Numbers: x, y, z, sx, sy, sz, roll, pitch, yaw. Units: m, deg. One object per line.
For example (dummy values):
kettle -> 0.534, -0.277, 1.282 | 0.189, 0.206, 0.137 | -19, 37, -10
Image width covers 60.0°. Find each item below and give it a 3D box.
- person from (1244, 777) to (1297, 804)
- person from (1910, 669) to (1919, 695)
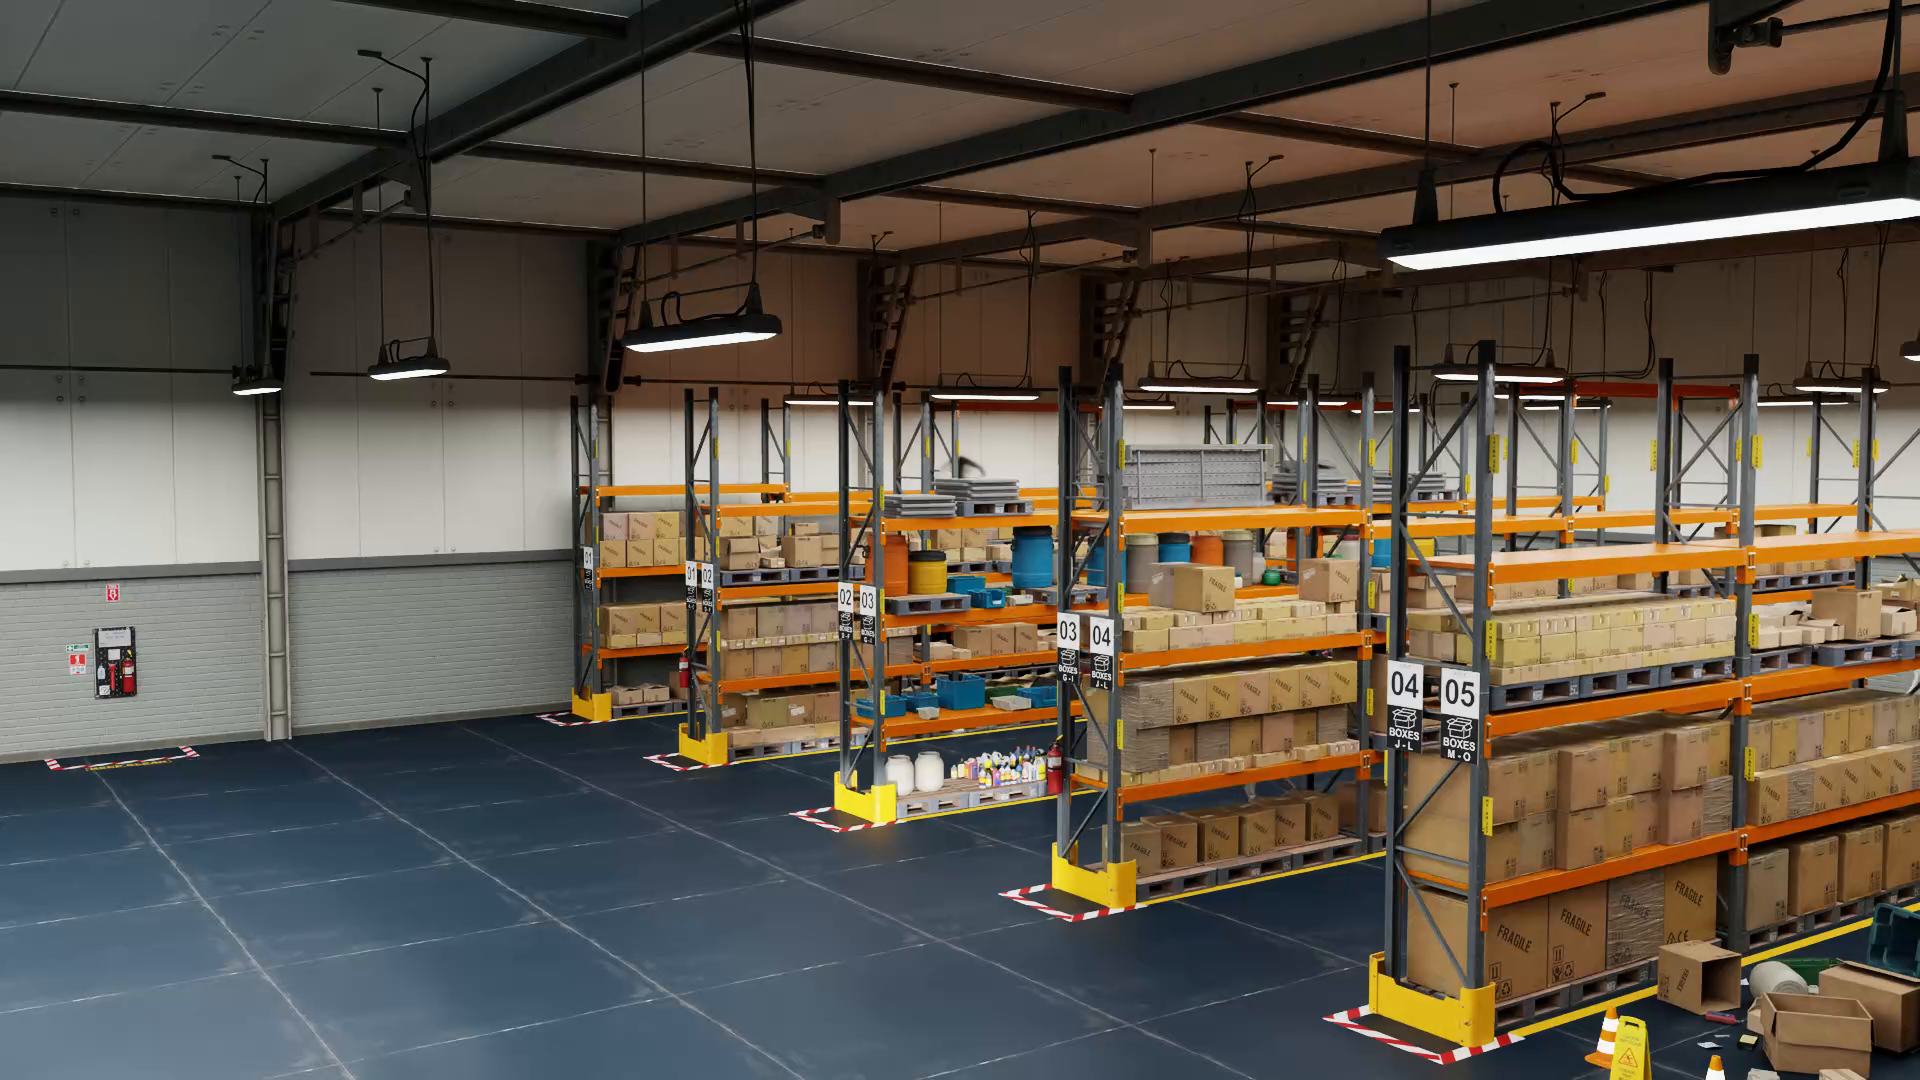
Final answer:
person -> 4.291, 2.972, 23.219 | 1.141, 1.588, 0.711 | -2, 4, -28
person -> 16.015, 2.661, 27.356 | 0.711, 1.717, 0.824 | -2, 4, -35
